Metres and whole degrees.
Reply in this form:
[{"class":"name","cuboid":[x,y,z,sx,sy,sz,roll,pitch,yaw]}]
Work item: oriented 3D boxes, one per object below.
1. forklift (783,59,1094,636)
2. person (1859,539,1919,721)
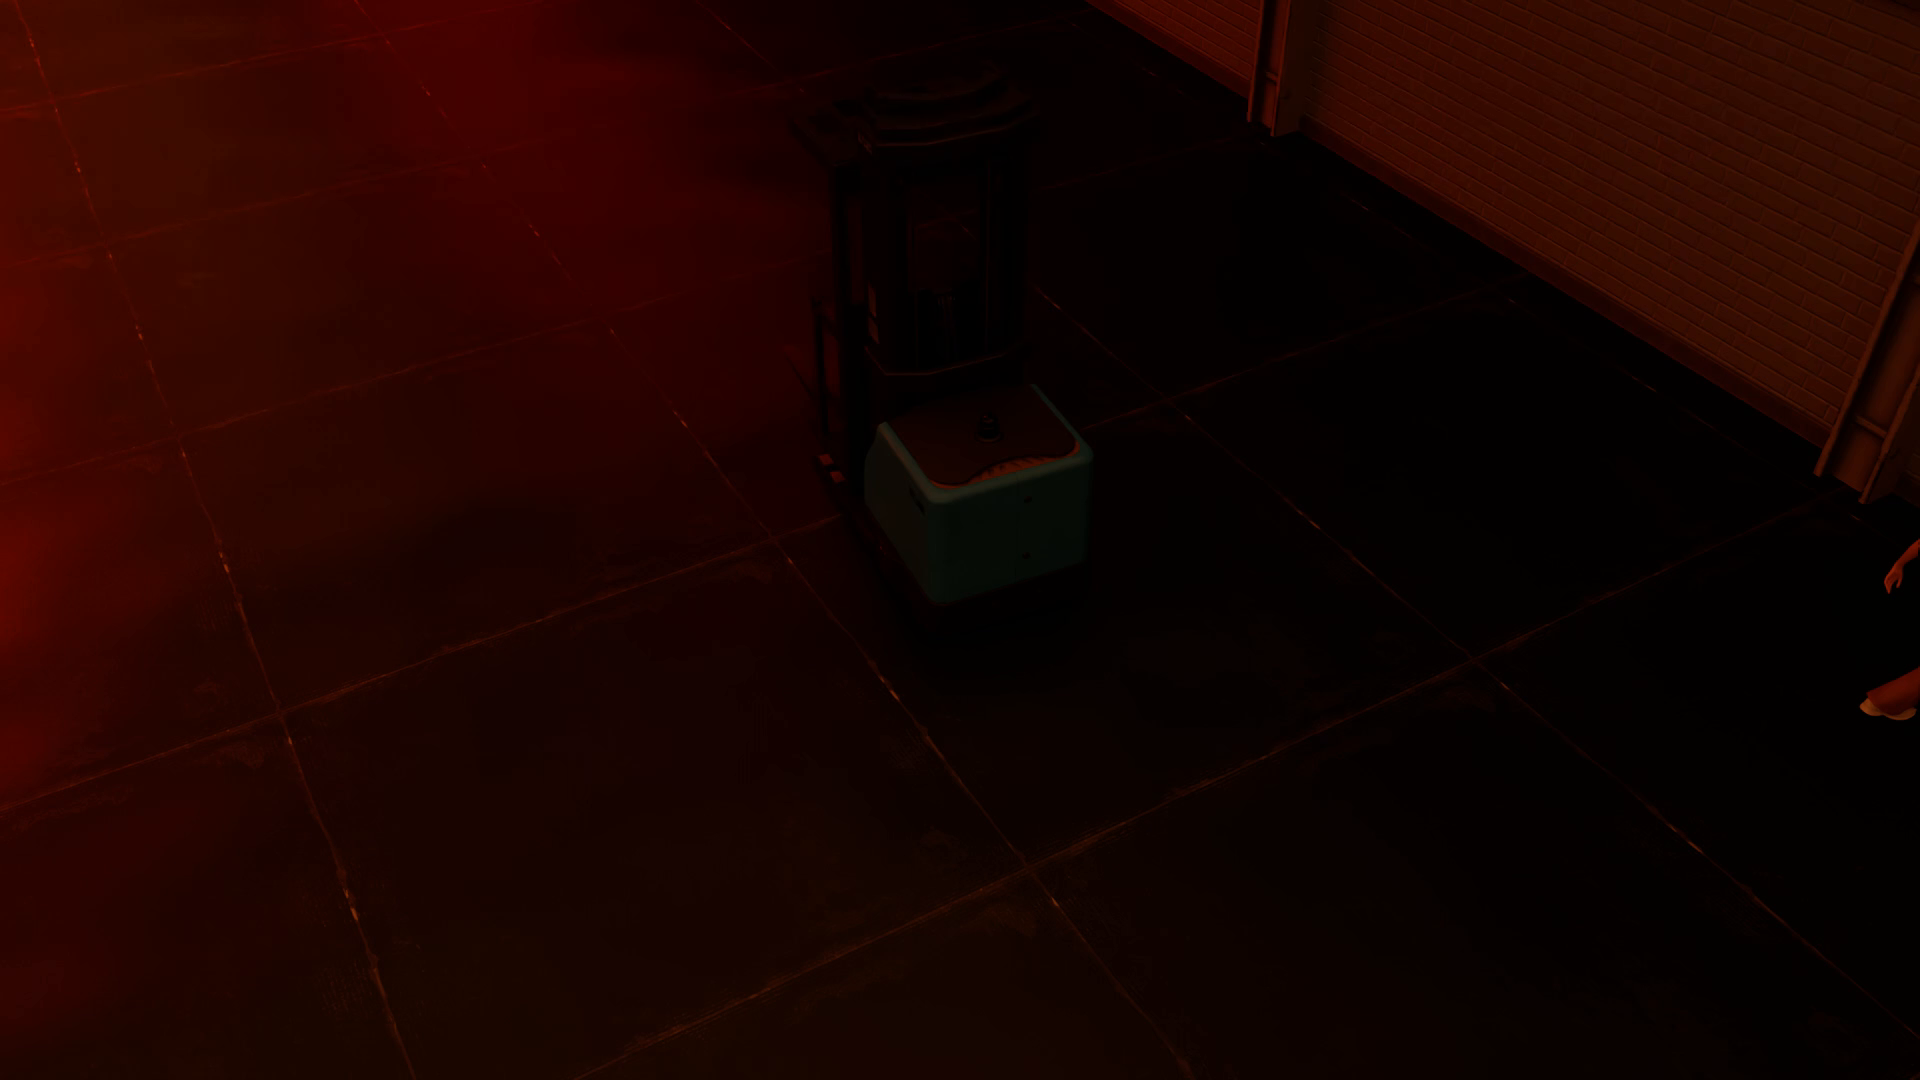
[{"class":"forklift","cuboid":[-0.303,-1.515,9.863,1.130,2.935,3.031,-16,42,-19]},{"class":"person","cuboid":[5.335,0.448,8.751,0.917,1.370,0.475,-2,40,-2]}]
